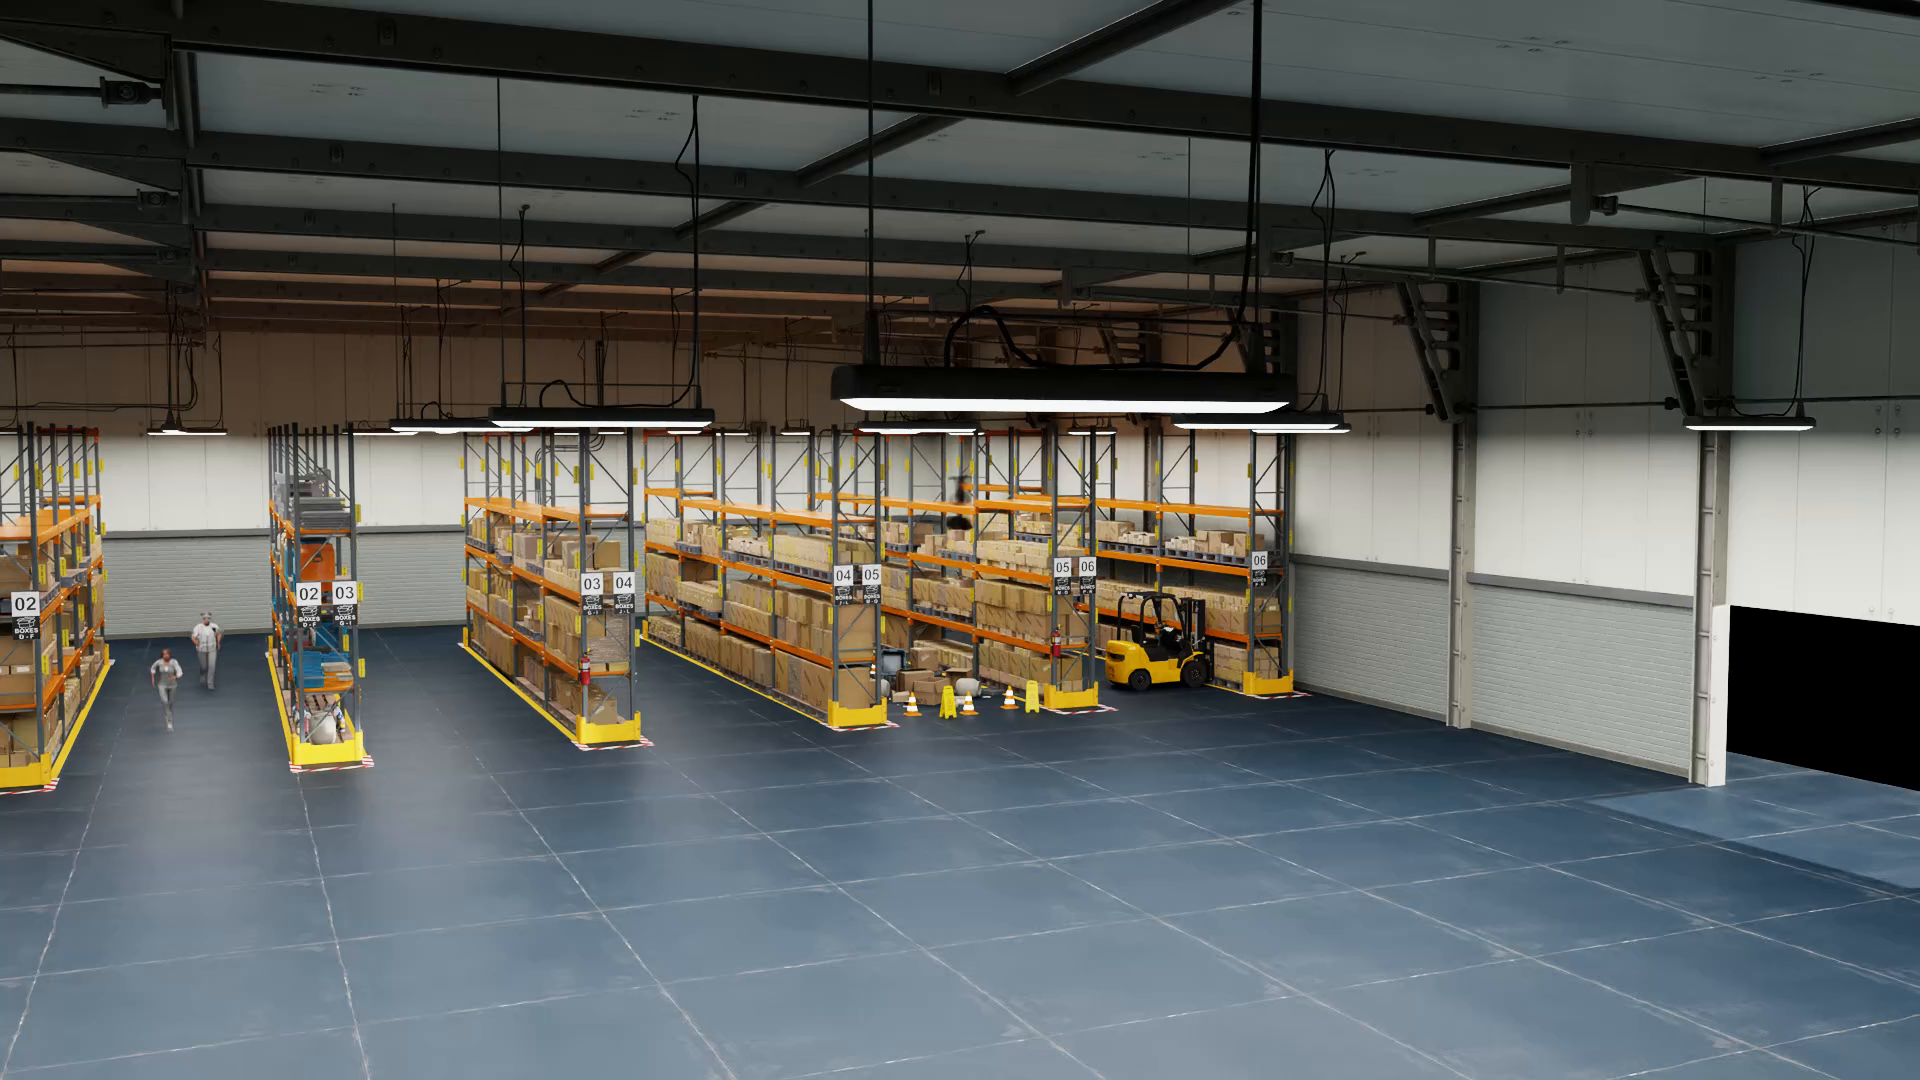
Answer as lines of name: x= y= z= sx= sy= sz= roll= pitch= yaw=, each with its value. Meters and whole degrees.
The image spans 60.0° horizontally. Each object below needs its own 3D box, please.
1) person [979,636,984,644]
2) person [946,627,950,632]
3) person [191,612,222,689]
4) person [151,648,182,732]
person: x=0.549 y=2.323 z=43.749 sx=0.573 sy=1.474 sz=0.476 roll=-2 pitch=4 yaw=-34
person: x=-0.636 y=1.930 z=48.032 sx=0.659 sy=1.769 sz=1.062 roll=-3 pitch=5 yaw=-40
person: x=-17.321 y=2.513 z=38.247 sx=0.651 sy=1.760 sz=0.893 roll=-2 pitch=4 yaw=-29
person: x=-15.635 y=2.930 z=32.792 sx=0.557 sy=1.594 sz=0.912 roll=-2 pitch=4 yaw=-27
